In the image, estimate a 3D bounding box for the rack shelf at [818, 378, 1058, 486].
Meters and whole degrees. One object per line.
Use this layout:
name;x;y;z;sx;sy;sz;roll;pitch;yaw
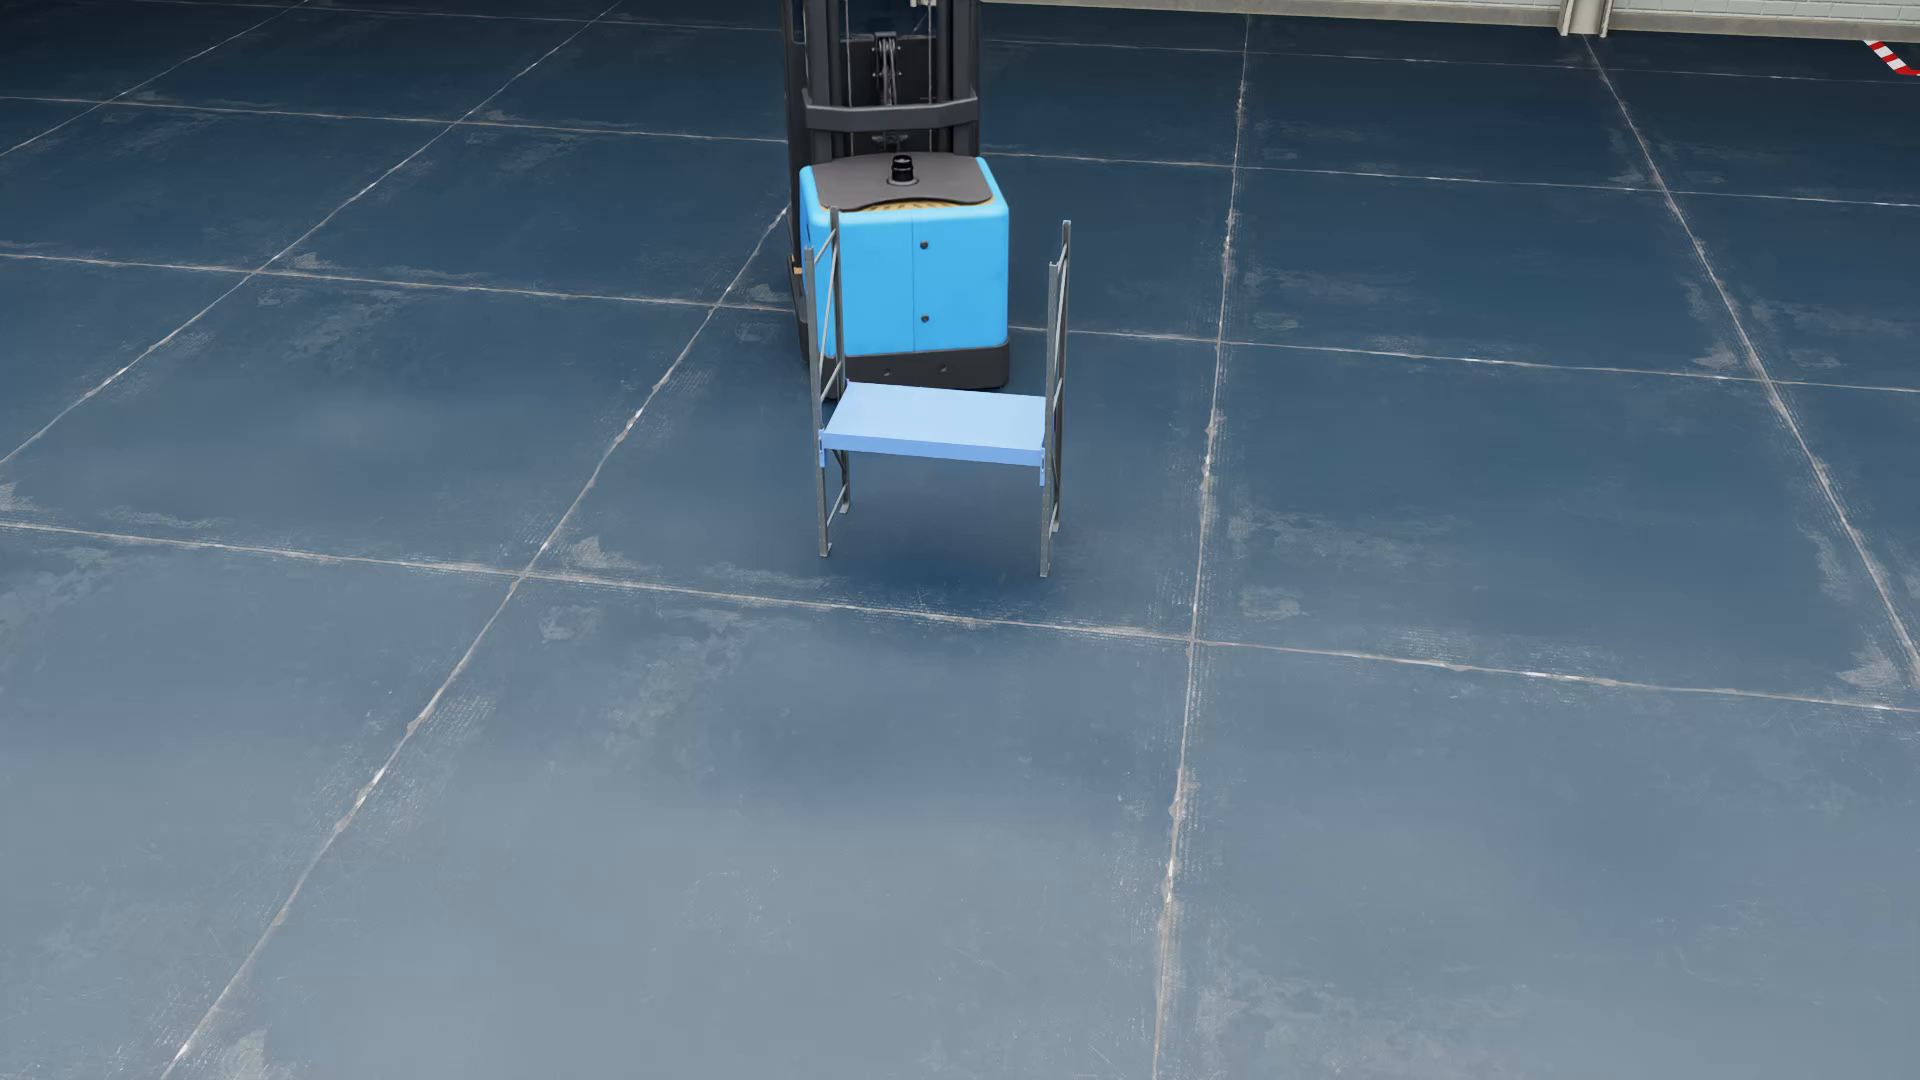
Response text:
rack shelf;-0.084;-0.491;7.460;1.000;0.185;0.538;5;32;8

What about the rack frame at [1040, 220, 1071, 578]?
rack frame;0.417;-0.598;7.292;0.032;1.500;0.500;5;32;8

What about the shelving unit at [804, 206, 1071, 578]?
shelving unit;-0.084;-0.643;7.364;1.048;1.500;0.538;5;32;8

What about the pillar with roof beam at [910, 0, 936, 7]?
pillar with roof beam;-0.980;-6.730;10.021;0.400;9.000;9.100;5;32;8

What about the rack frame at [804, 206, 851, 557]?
rack frame;-0.585;-0.689;7.437;0.032;1.500;0.500;5;32;8

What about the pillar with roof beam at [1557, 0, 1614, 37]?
pillar with roof beam;4.935;-6.195;9.165;0.400;9.000;9.100;5;32;8

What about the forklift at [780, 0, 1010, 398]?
forklift;-0.469;-2.759;9.396;1.130;2.935;3.031;-5;32;-7
